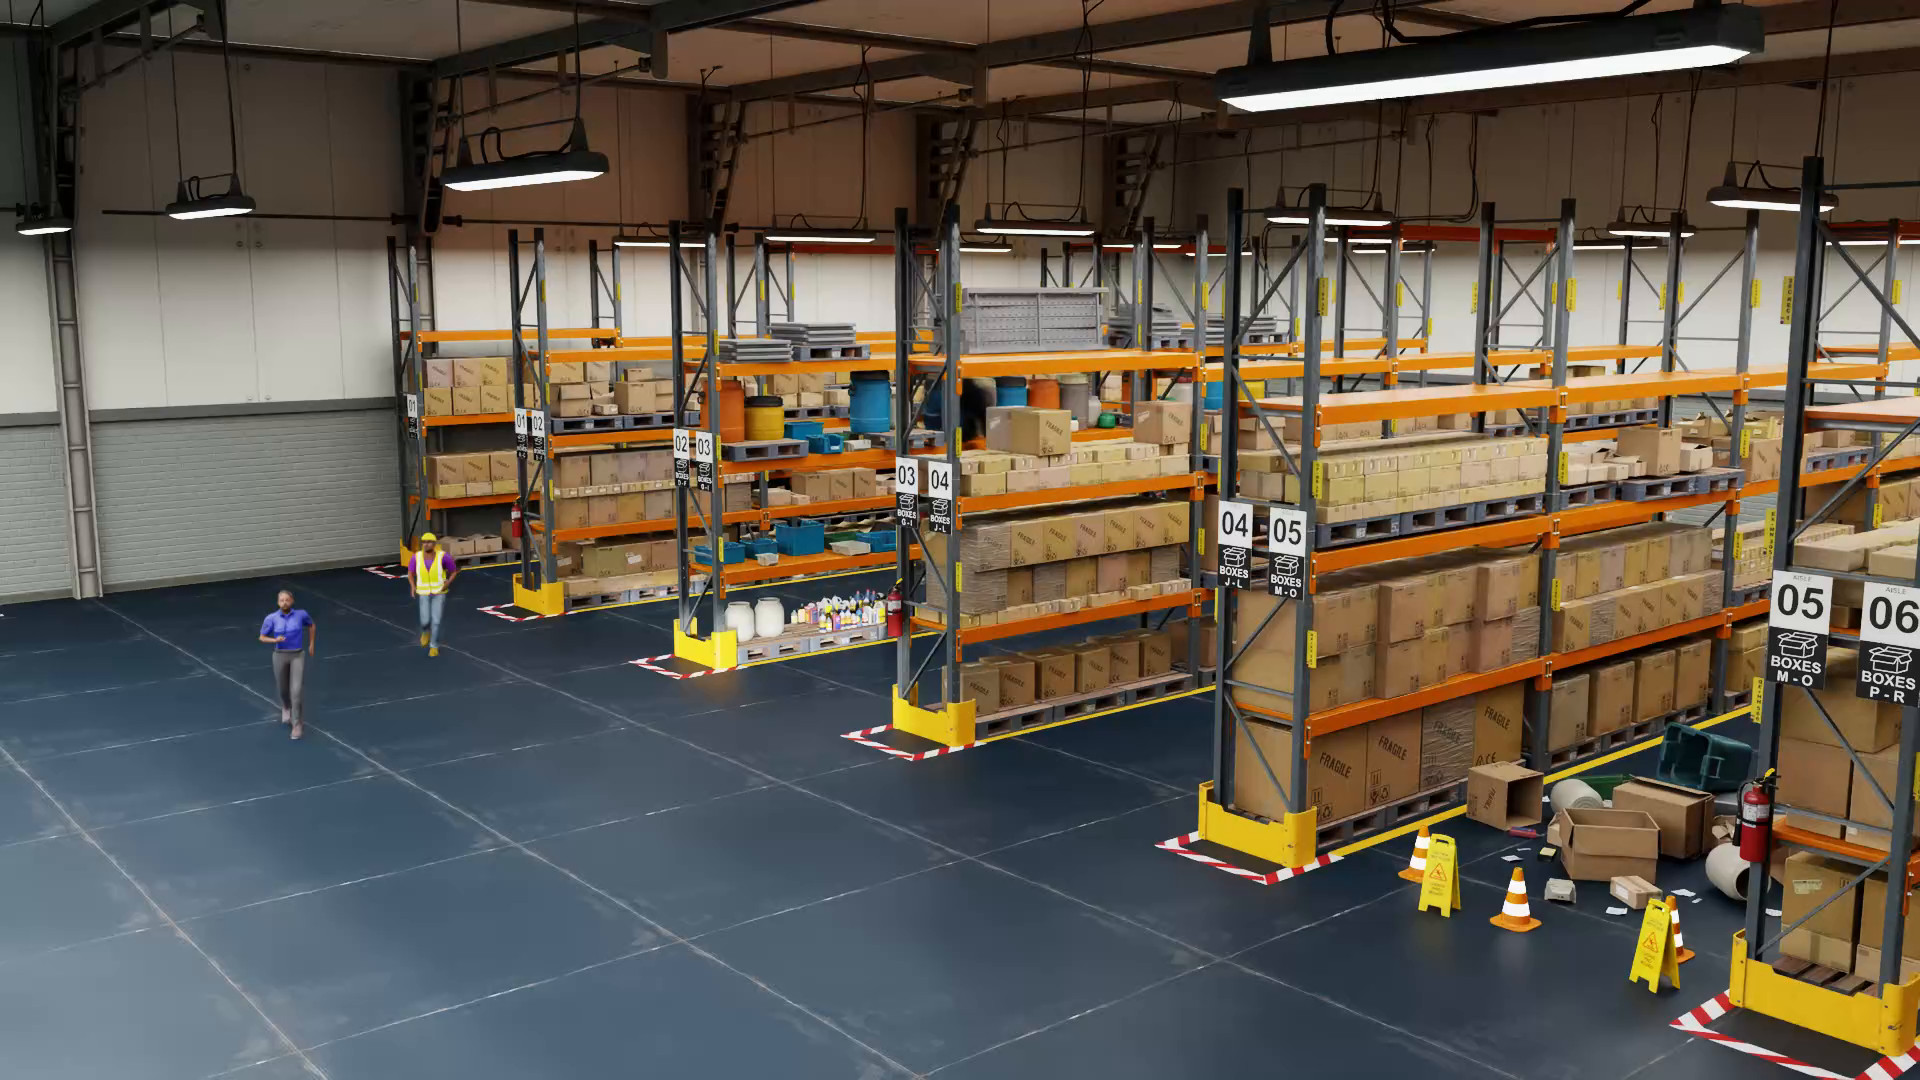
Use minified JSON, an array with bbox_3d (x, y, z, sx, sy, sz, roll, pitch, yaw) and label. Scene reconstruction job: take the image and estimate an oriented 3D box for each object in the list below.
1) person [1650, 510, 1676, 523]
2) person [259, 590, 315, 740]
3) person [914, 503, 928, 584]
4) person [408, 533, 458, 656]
[{"bbox_3d":[12.773,-0.353,30.239,0.683,1.728,0.658,-4,10,-25],"label":"person"},{"bbox_3d":[-7.748,1.390,19.202,0.604,1.663,0.901,-3,9,-21],"label":"person"},{"bbox_3d":[-0.708,-0.051,27.087,0.542,1.585,0.525,-8,12,-43],"label":"person"},{"bbox_3d":[-7.378,0.750,23.291,0.688,1.733,0.622,-1,9,-10],"label":"person"}]
